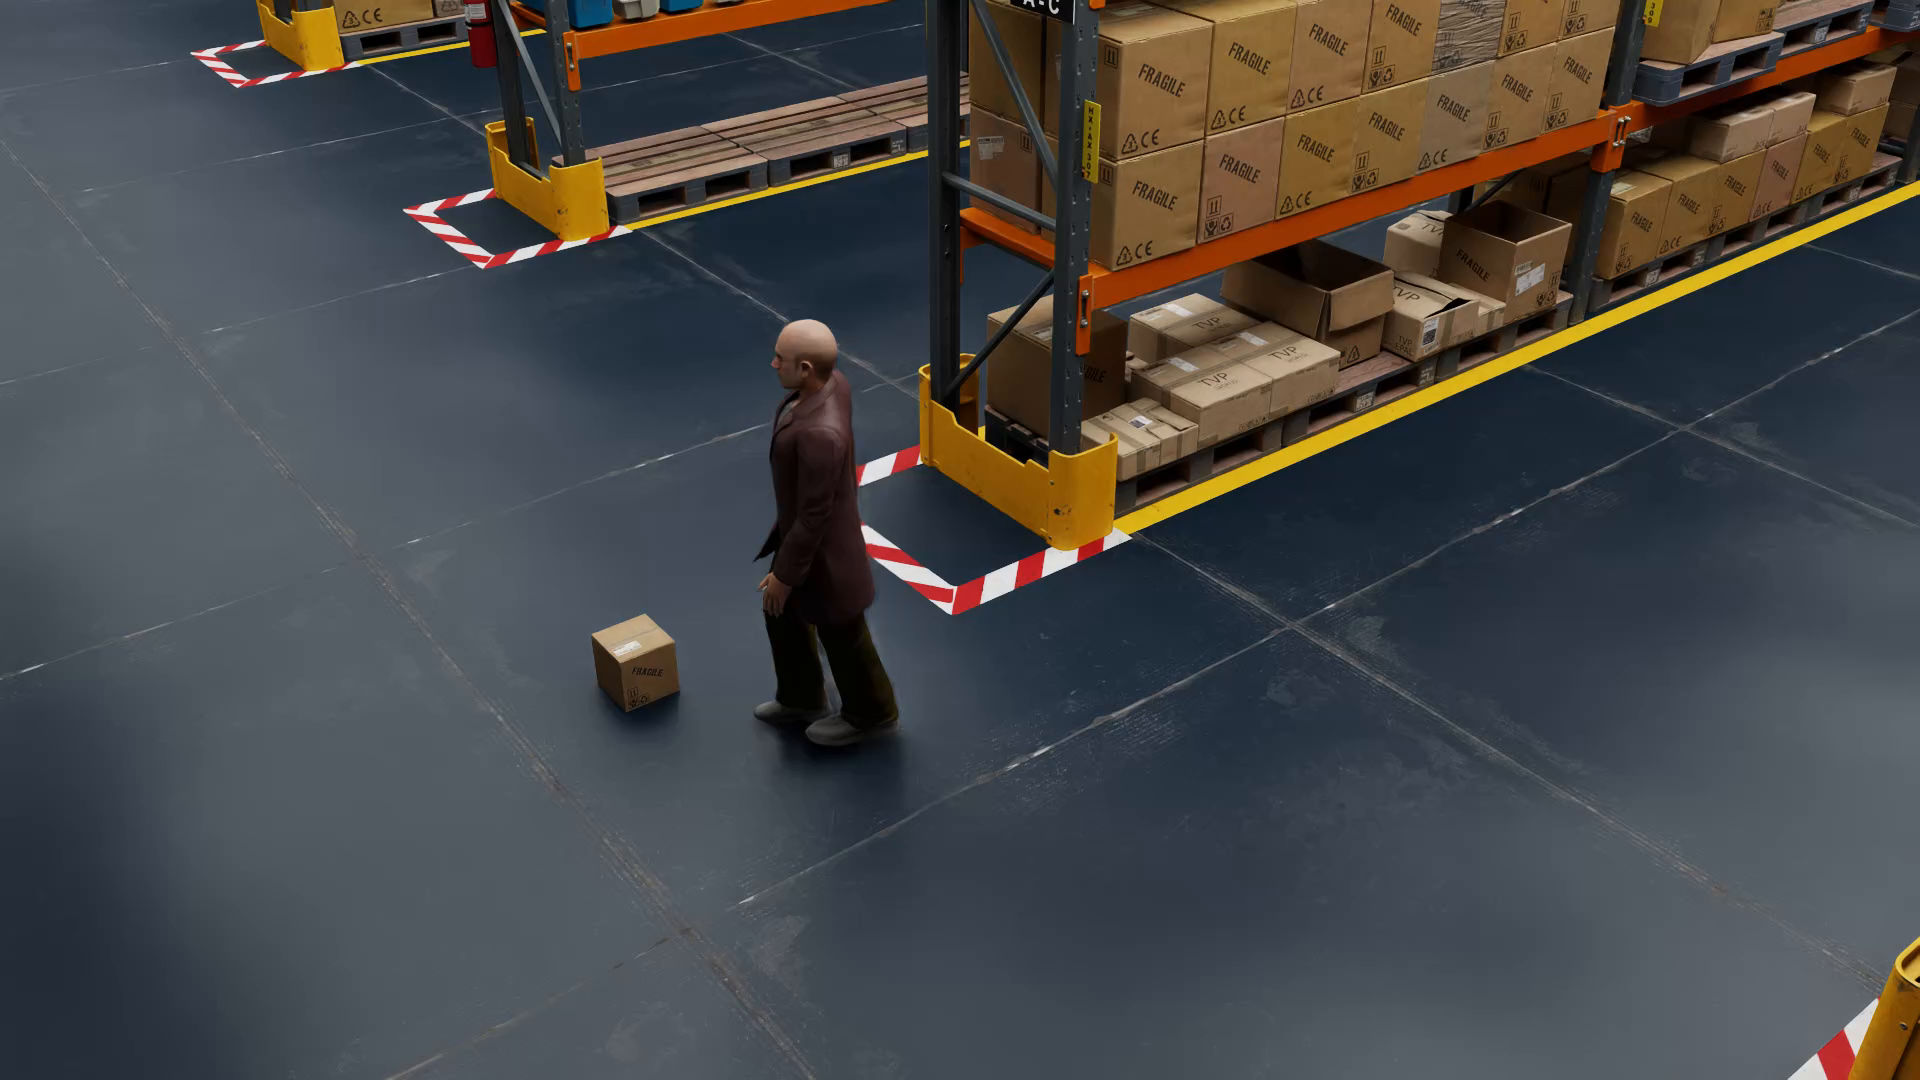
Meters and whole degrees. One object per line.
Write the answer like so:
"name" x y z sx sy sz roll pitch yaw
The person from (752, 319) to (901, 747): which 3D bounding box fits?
"person" -0.520 0.038 6.093 0.575 1.830 0.616 -4 32 -7
